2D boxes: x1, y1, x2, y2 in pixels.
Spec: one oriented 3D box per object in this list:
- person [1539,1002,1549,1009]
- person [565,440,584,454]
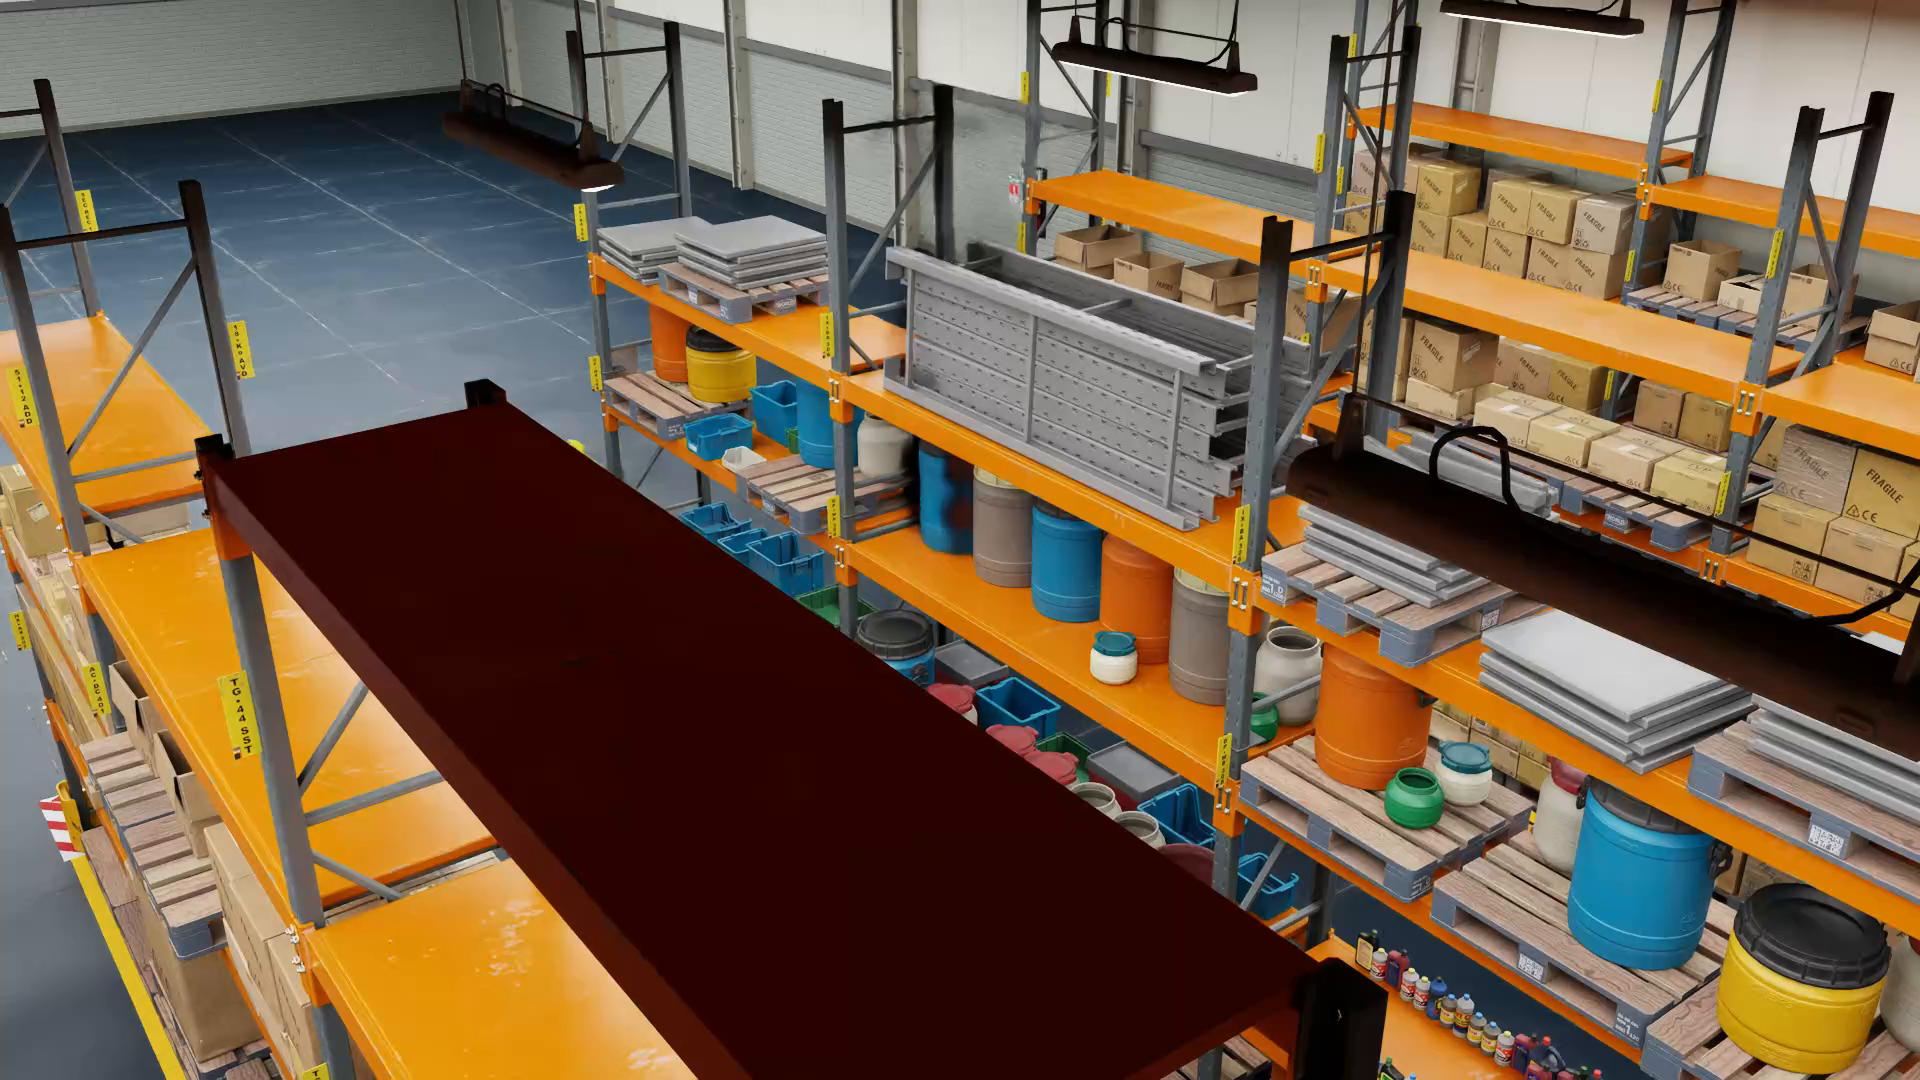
[{"bbox_3d":[4.362,2.516,11.437,0.750,1.826,0.685,23,33,40],"label":"person"},{"bbox_3d":[-4.023,-0.240,17.451,0.654,1.755,0.705,-2,25,-4],"label":"person"}]
